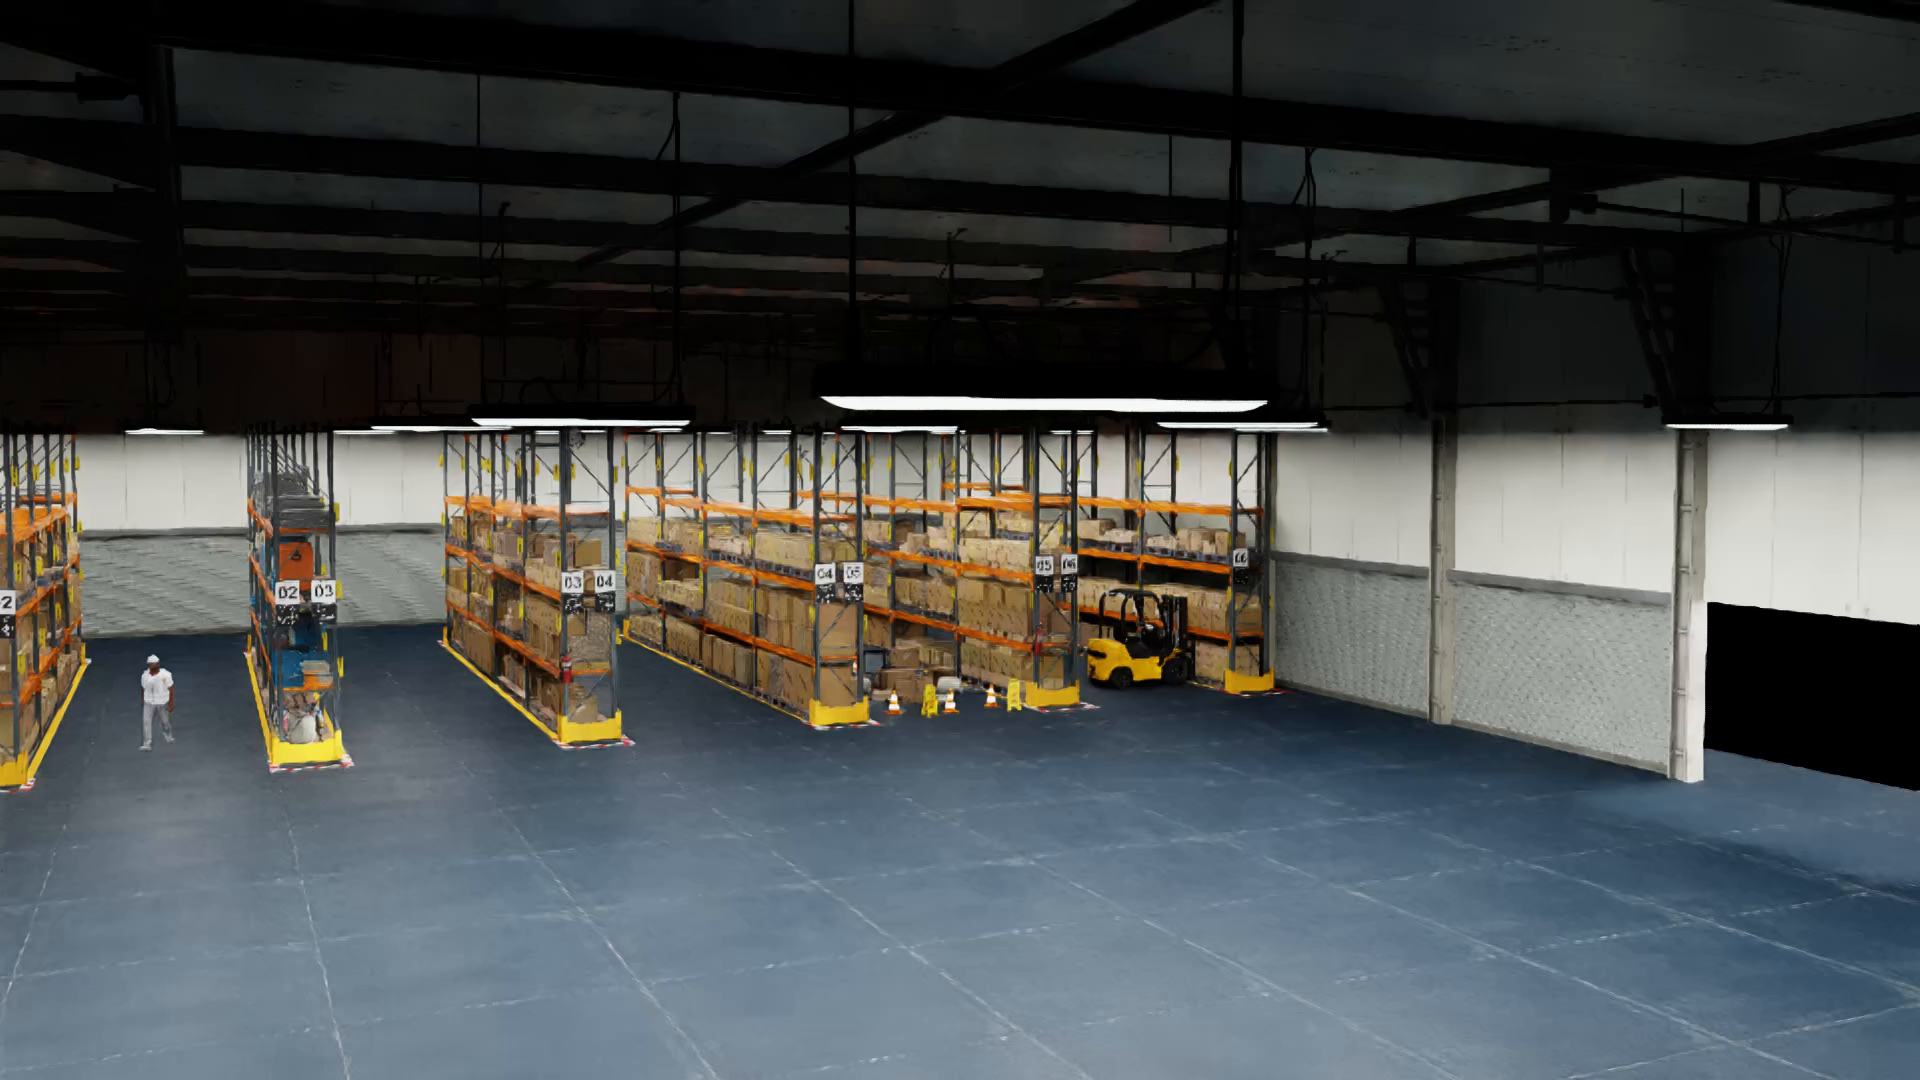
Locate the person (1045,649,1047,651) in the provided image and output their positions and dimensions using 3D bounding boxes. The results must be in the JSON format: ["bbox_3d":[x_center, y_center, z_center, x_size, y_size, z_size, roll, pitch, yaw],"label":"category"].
[{"bbox_3d":[2.190,2.238,42.316,0.562,1.658,0.605,0,4,2],"label":"person"}]

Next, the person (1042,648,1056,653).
[{"bbox_3d":[1.984,2.388,39.185,0.570,1.767,0.436,3,4,37],"label":"person"}]

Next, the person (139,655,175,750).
[{"bbox_3d":[-14.730,2.955,30.518,0.601,1.728,0.939,-1,4,-9],"label":"person"}]
